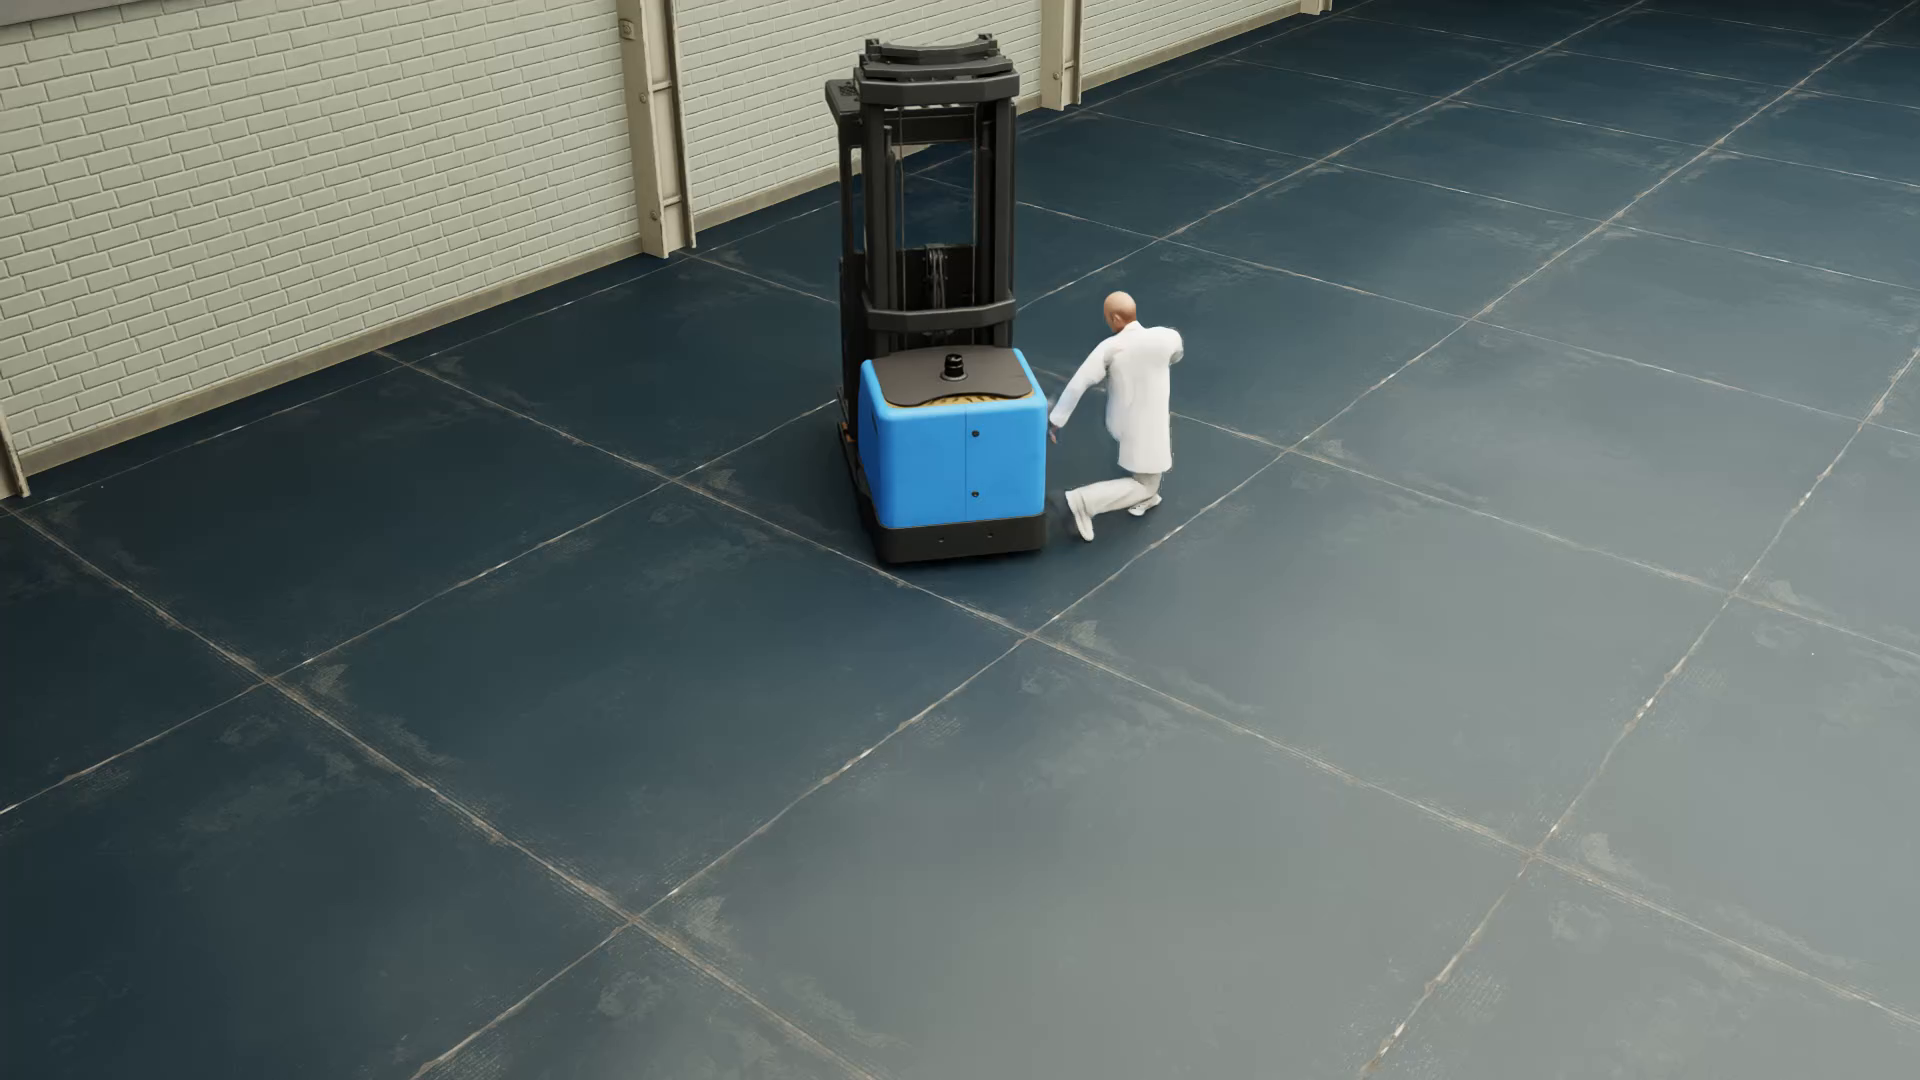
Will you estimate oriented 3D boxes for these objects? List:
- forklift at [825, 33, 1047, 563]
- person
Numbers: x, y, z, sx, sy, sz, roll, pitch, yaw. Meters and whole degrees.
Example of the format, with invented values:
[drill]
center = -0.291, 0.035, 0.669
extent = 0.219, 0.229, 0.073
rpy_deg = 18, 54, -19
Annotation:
[forklift]
center = -0.245, -1.853, 10.766
extent = 1.130, 2.935, 3.031
rpy_deg = -5, 31, -9
[person]
center = 1.002, -0.782, 10.379
extent = 0.700, 1.545, 0.944
rpy_deg = 21, 36, 31
